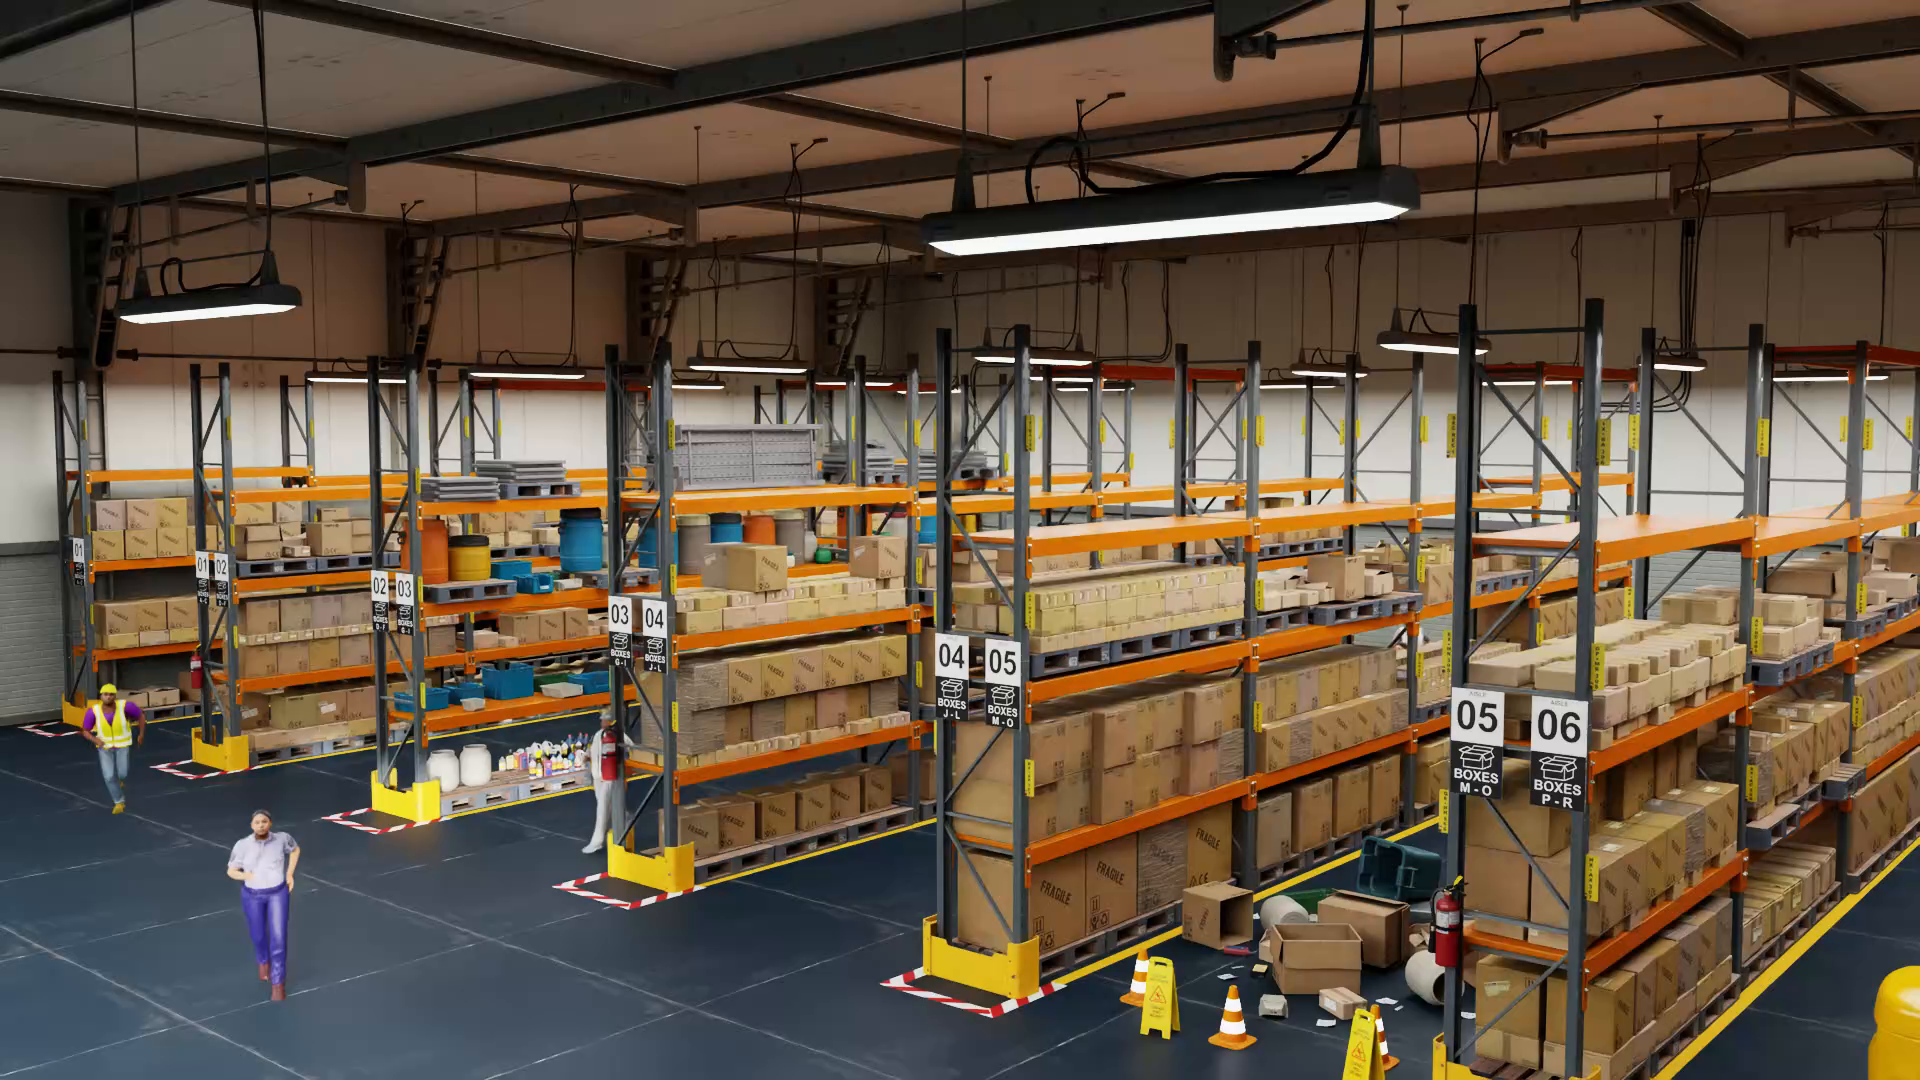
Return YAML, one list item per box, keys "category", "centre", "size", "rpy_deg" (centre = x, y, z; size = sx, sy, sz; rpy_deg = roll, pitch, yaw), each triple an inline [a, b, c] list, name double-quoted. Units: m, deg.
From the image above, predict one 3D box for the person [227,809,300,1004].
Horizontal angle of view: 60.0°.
- category: "person"
  centre: [-6.284, 3.262, 15.027]
  size: [0.593, 1.704, 0.816]
  rpy_deg: [-1, 4, -19]

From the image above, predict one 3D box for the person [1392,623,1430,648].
- category: "person"
  centre: [8.083, 2.162, 29.690]
  size: [0.721, 1.755, 0.729]
  rpy_deg: [0, 4, -3]

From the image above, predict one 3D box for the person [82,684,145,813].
- category: "person"
  centre: [-11.185, 2.738, 21.998]
  size: [0.744, 1.715, 0.687]
  rpy_deg: [-2, 5, -26]

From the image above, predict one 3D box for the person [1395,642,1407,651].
- category: "person"
  centre: [6.967, 2.447, 26.084]
  size: [0.942, 1.699, 0.577]
  rpy_deg: [-4, 6, -44]

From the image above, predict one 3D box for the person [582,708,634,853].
- category: "person"
  centre: [-4.246, 2.859, 20.020]
  size: [0.583, 1.663, 0.892]
  rpy_deg: [3, 5, 33]
